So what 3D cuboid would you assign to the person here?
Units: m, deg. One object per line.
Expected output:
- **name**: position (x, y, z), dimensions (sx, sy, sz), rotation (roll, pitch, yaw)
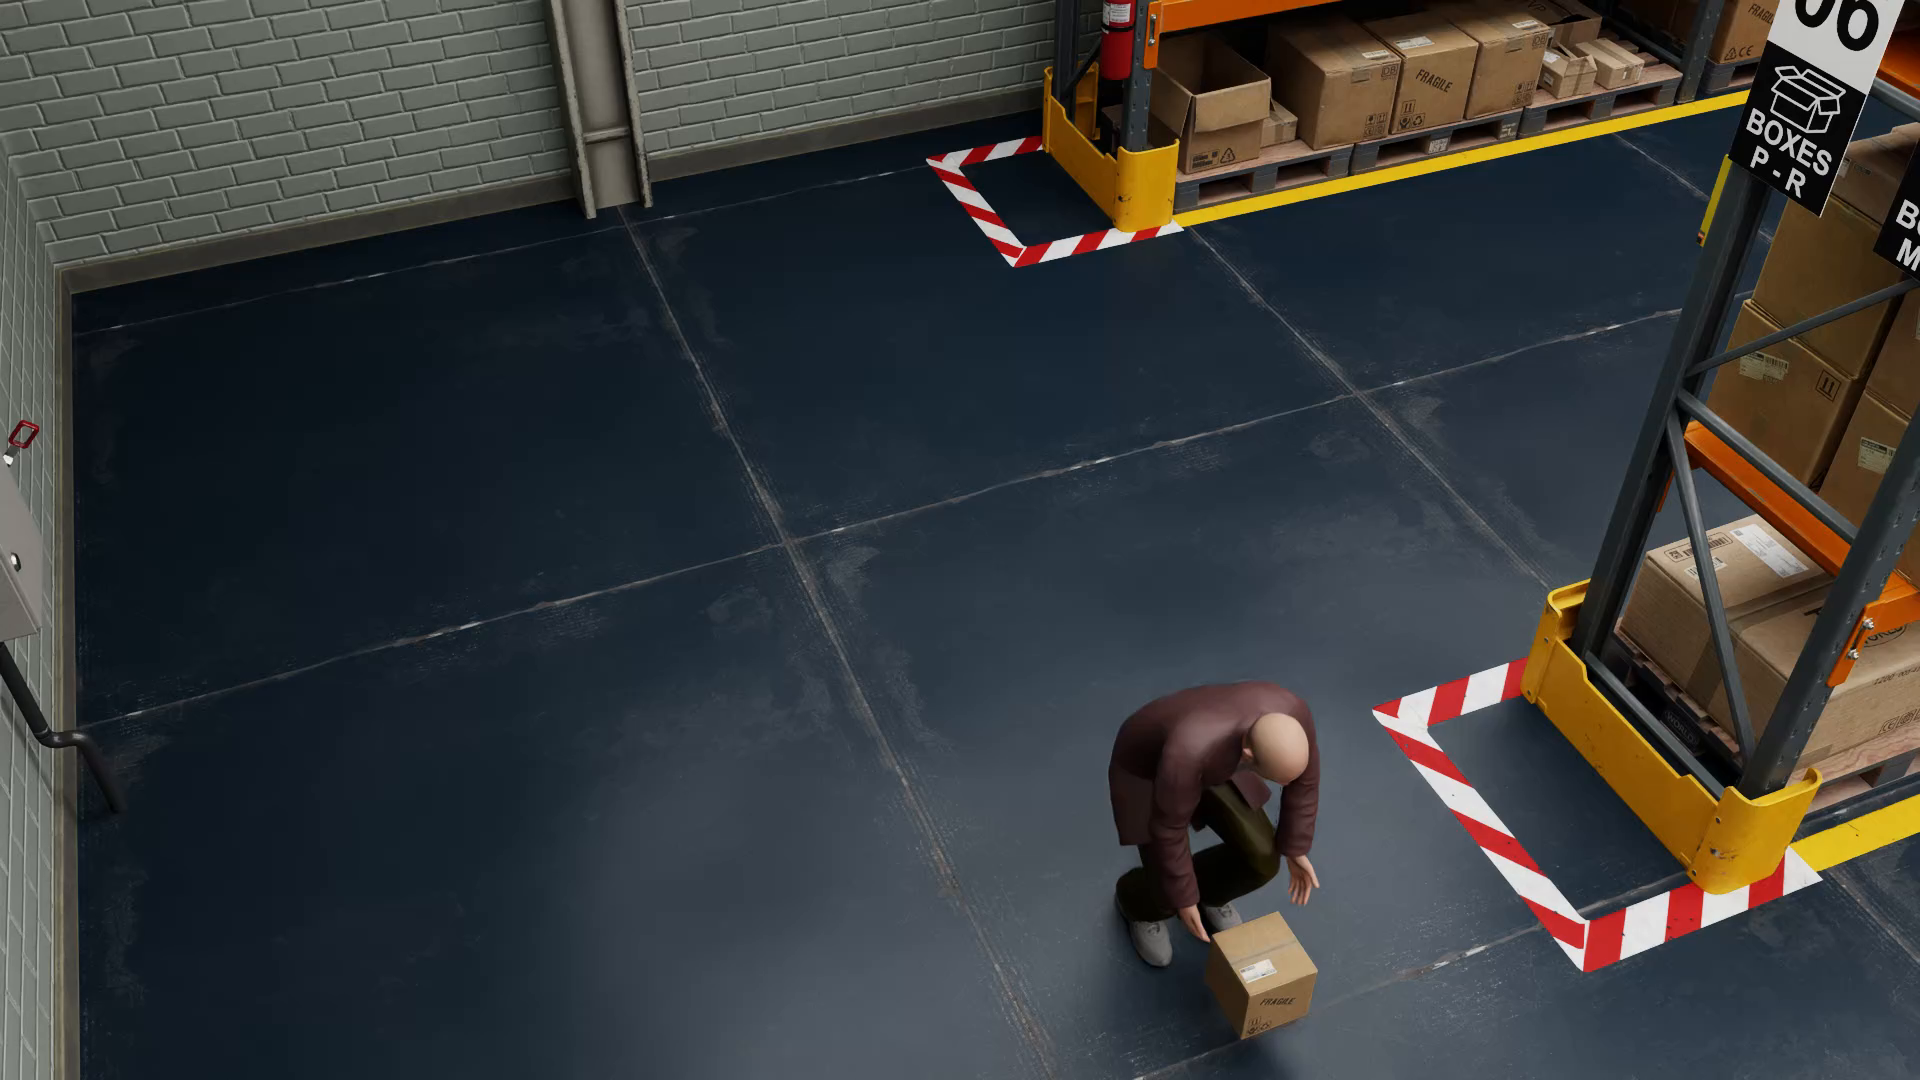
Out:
- **person**: position (0.829, 0.874, 5.510), dimensions (0.633, 1.335, 0.763), rotation (-15, 43, -17)
